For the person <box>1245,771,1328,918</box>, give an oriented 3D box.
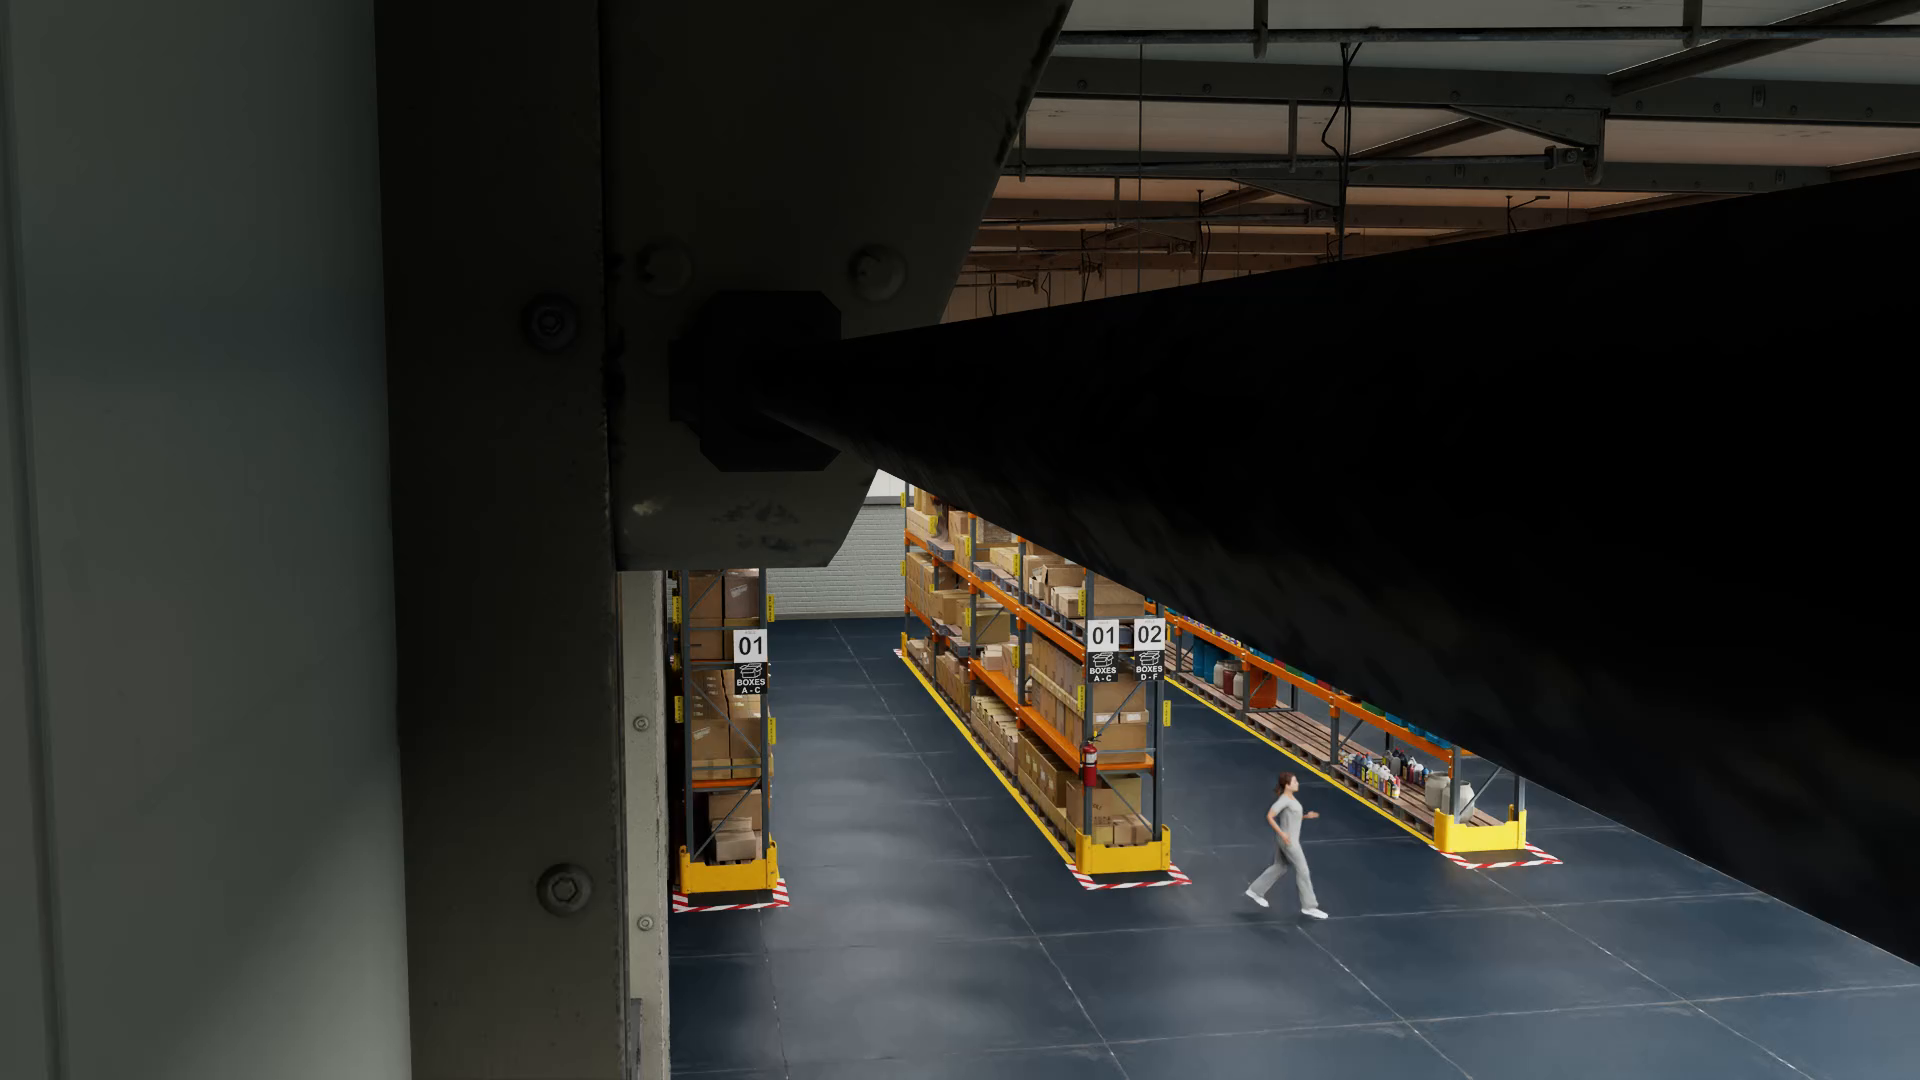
[{"bbox_3d":[3.776,3.488,19.161,0.948,1.672,0.557,1,6,12],"label":"person"}]
